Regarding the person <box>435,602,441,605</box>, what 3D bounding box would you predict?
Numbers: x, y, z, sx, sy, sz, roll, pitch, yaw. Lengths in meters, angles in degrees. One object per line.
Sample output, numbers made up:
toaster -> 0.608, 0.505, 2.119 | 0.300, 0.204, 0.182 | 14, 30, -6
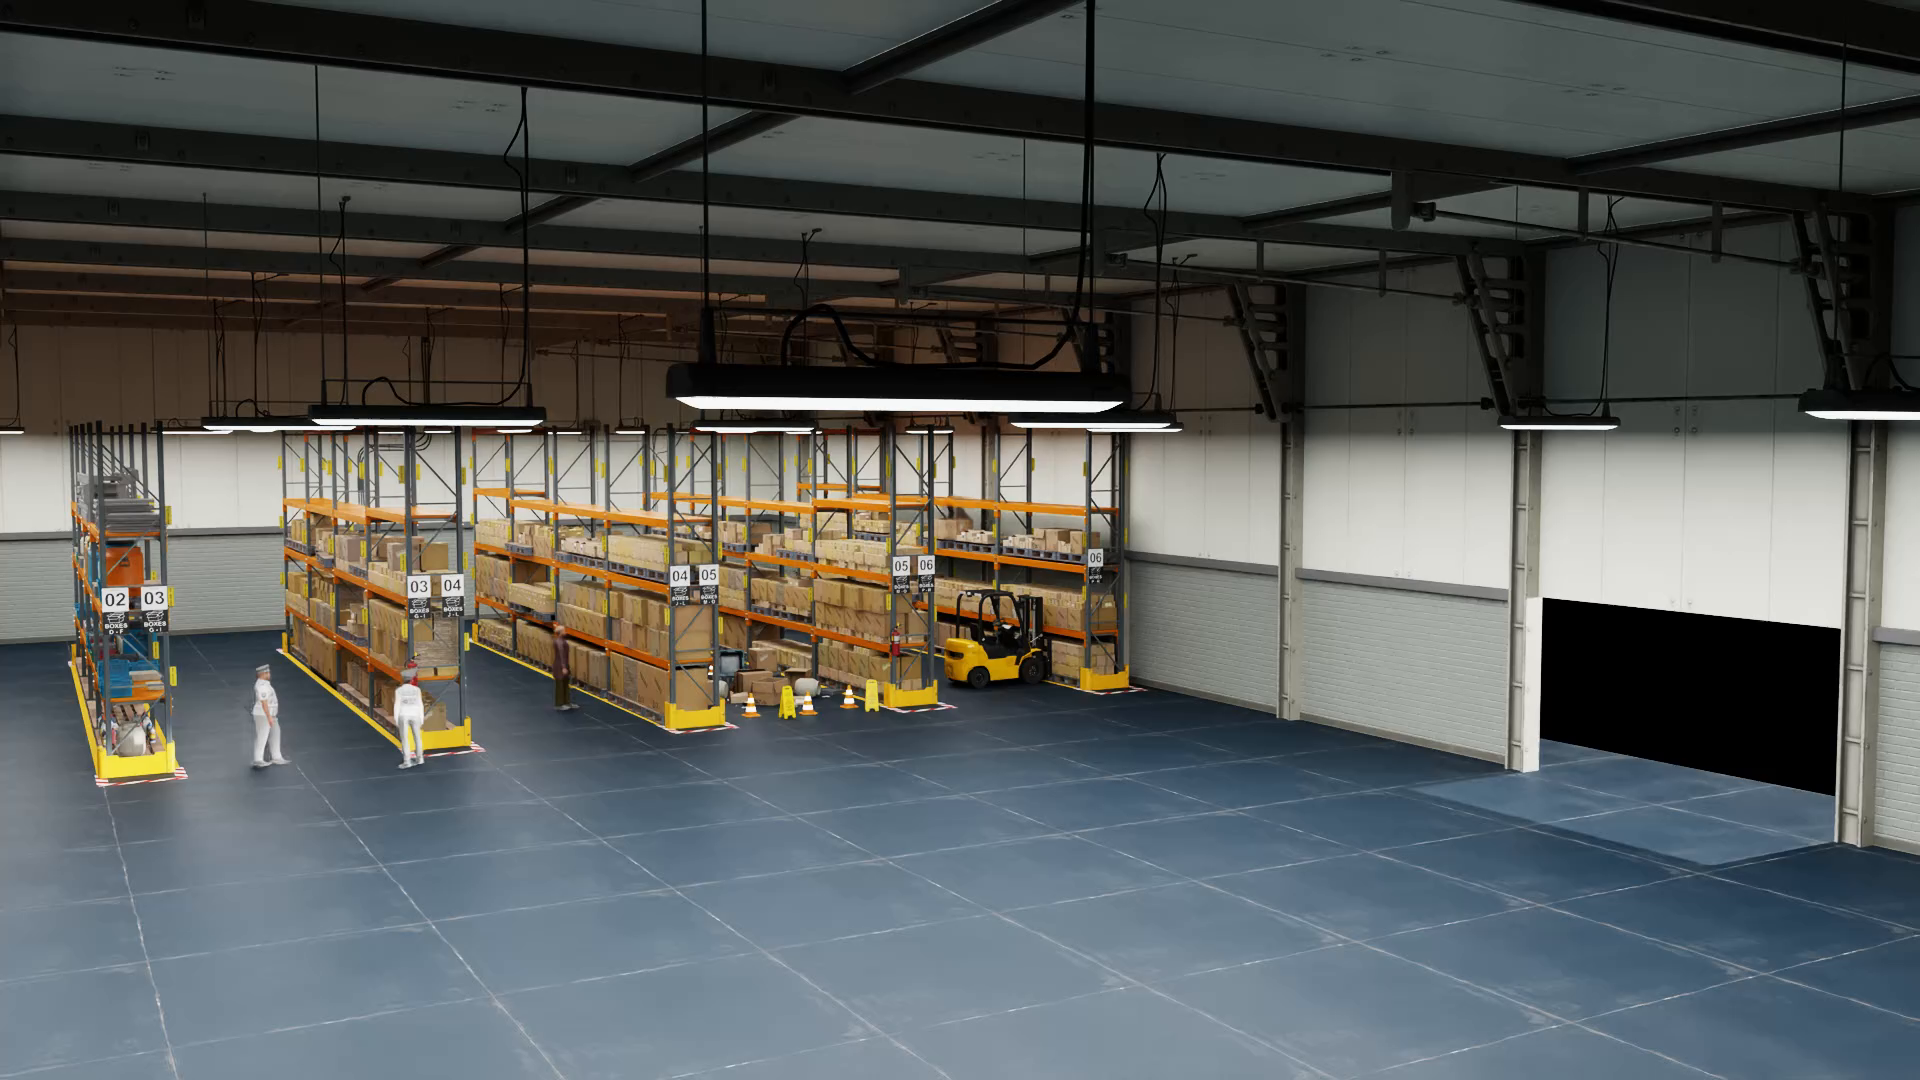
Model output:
person -> -15.804, 1.760, 49.893 | 0.771, 1.754, 0.599 | -1, 4, -10

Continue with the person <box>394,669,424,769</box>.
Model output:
person -> -9.569, 3.101, 28.862 | 0.490, 1.710, 0.476 | -2, 4, -26

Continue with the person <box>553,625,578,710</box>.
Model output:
person -> -8.324, 2.680, 34.957 | 0.491, 1.783, 0.642 | 0, 4, -3

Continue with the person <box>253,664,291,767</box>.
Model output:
person -> -12.036, 3.075, 28.999 | 0.586, 1.786, 0.557 | 0, 4, -6
